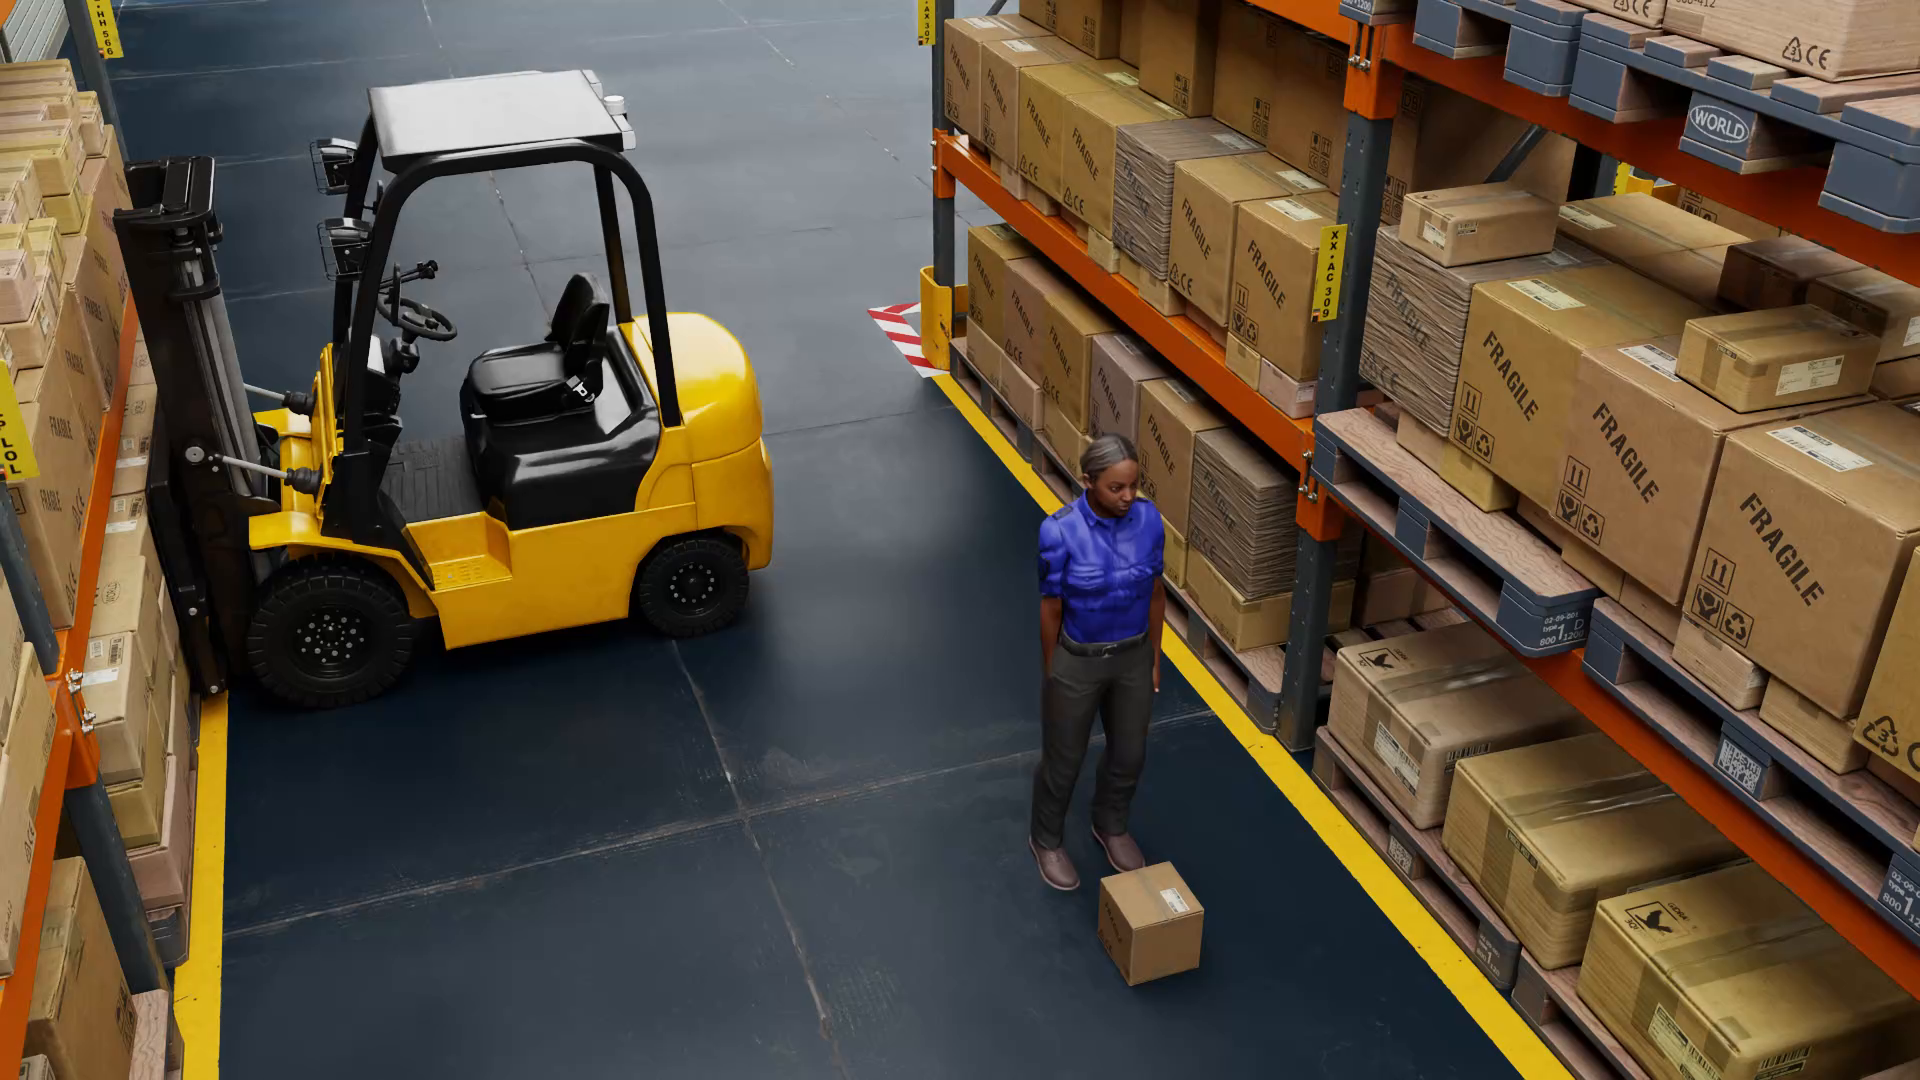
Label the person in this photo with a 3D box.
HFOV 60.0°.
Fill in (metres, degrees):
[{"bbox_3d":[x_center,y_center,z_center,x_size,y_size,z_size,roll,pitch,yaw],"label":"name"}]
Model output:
[{"bbox_3d":[0.465,0.406,5.444,0.437,1.663,0.304,-10,32,-17],"label":"person"}]
